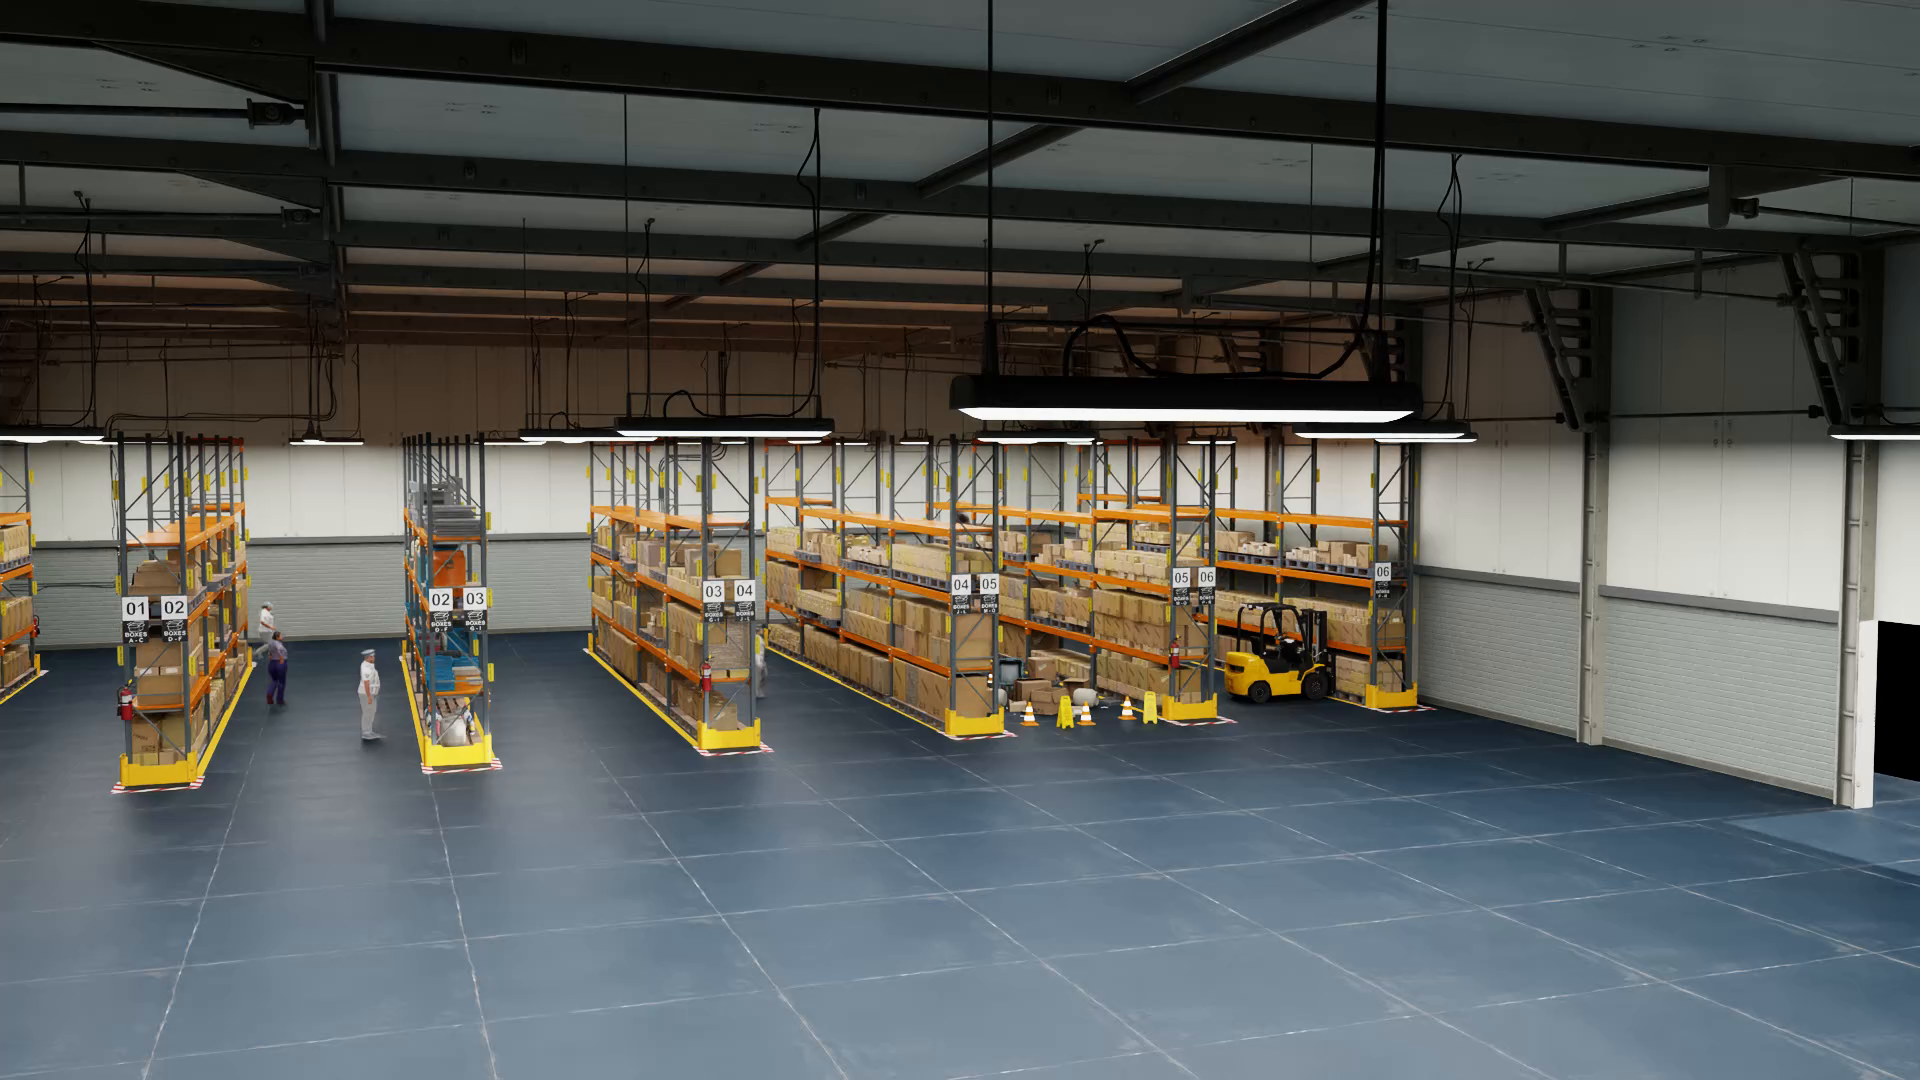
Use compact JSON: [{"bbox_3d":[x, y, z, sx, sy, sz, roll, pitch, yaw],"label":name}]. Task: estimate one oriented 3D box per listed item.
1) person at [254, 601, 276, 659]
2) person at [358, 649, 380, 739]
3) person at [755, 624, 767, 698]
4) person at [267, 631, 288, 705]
[{"bbox_3d":[-18.667,2.459,44.679,0.630,1.638,0.639,0,3,-6],"label":"person"},{"bbox_3d":[-11.625,3.024,32.706,0.406,1.773,0.577,0,3,-6],"label":"person"},{"bbox_3d":[-4.627,2.782,38.230,0.356,1.702,0.577,0,3,-1],"label":"person"},{"bbox_3d":[-15.179,2.840,36.961,0.481,1.642,0.476,1,3,13],"label":"person"}]
